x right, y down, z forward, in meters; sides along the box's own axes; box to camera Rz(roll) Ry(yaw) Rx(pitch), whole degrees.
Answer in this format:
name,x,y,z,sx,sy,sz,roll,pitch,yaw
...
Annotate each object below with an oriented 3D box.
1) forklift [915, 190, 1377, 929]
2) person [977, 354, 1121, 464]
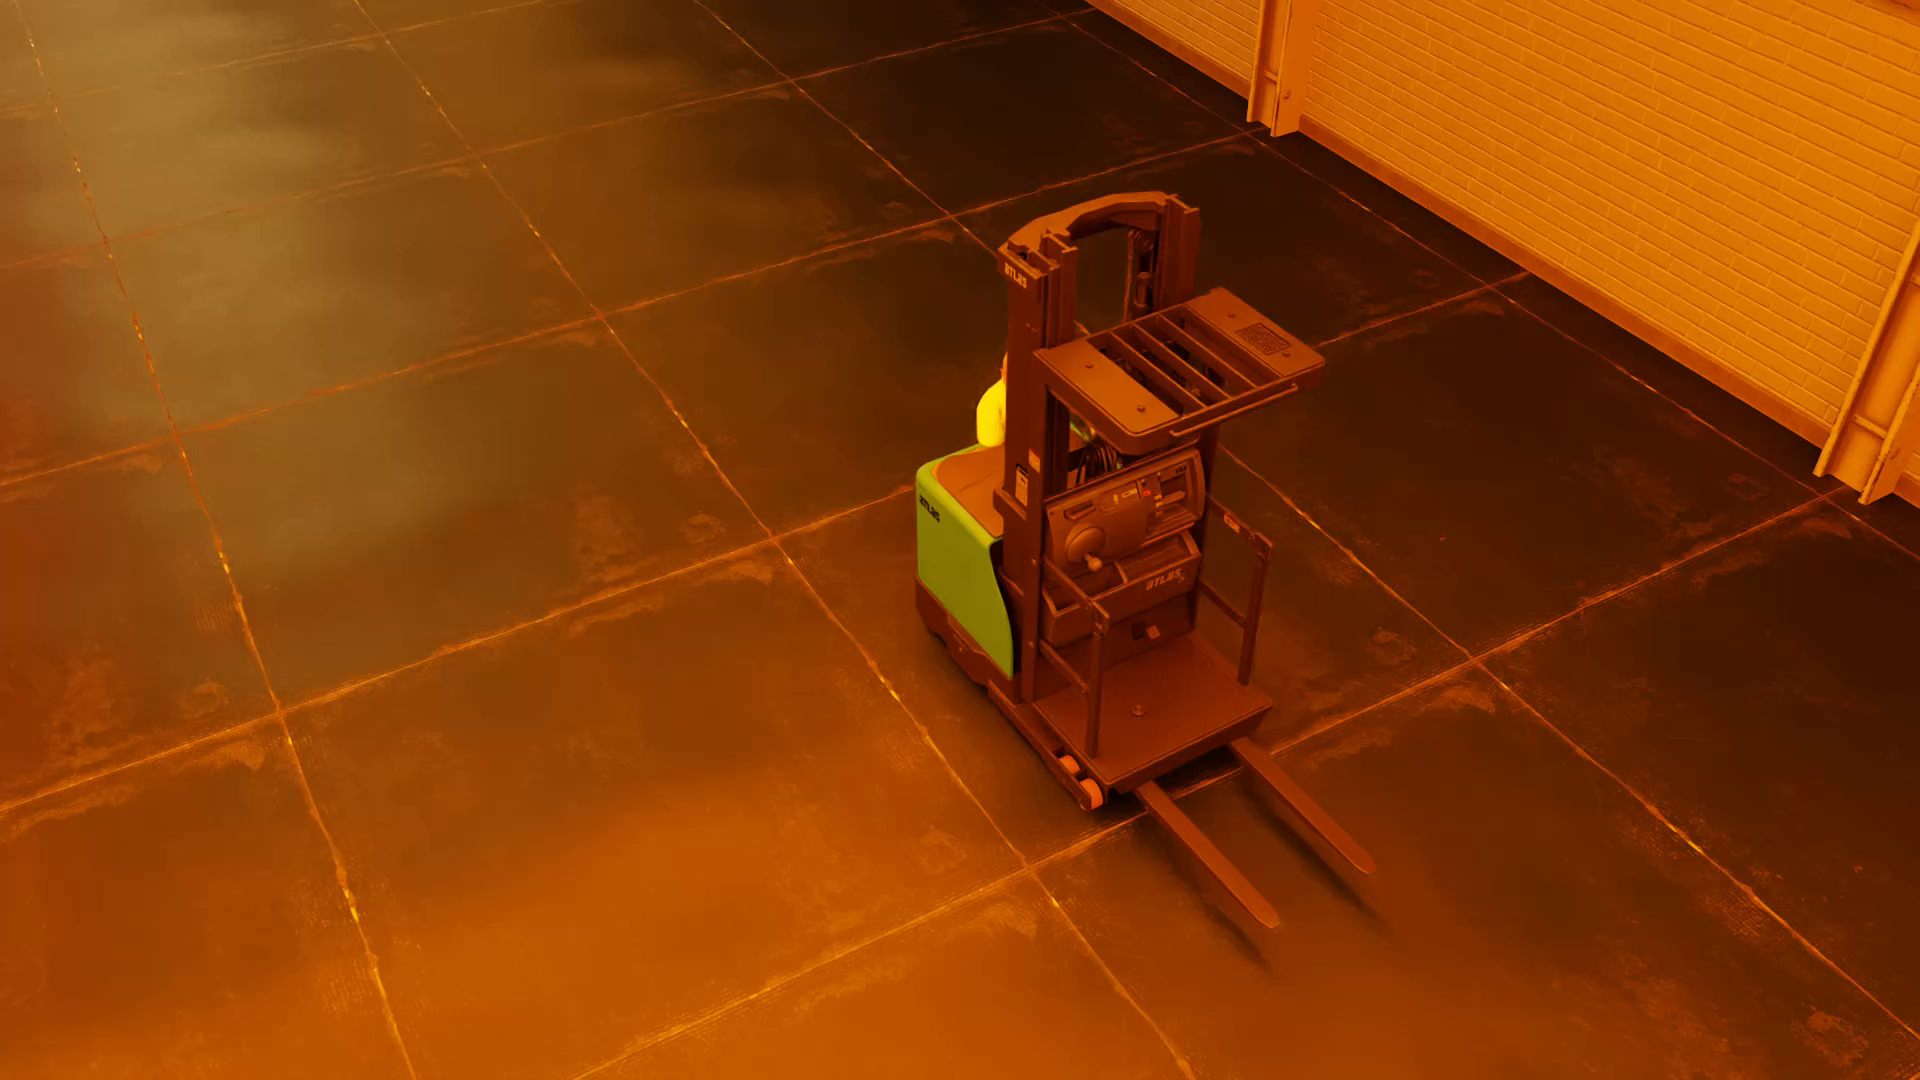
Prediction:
name,x,y,z,sx,sy,sz,roll,pitch,yaw
forklift,0.944,-0.068,8.119,1.130,2.935,3.031,-22,44,-24
person,0.451,-0.354,9.515,0.899,1.543,0.802,-15,42,-17
